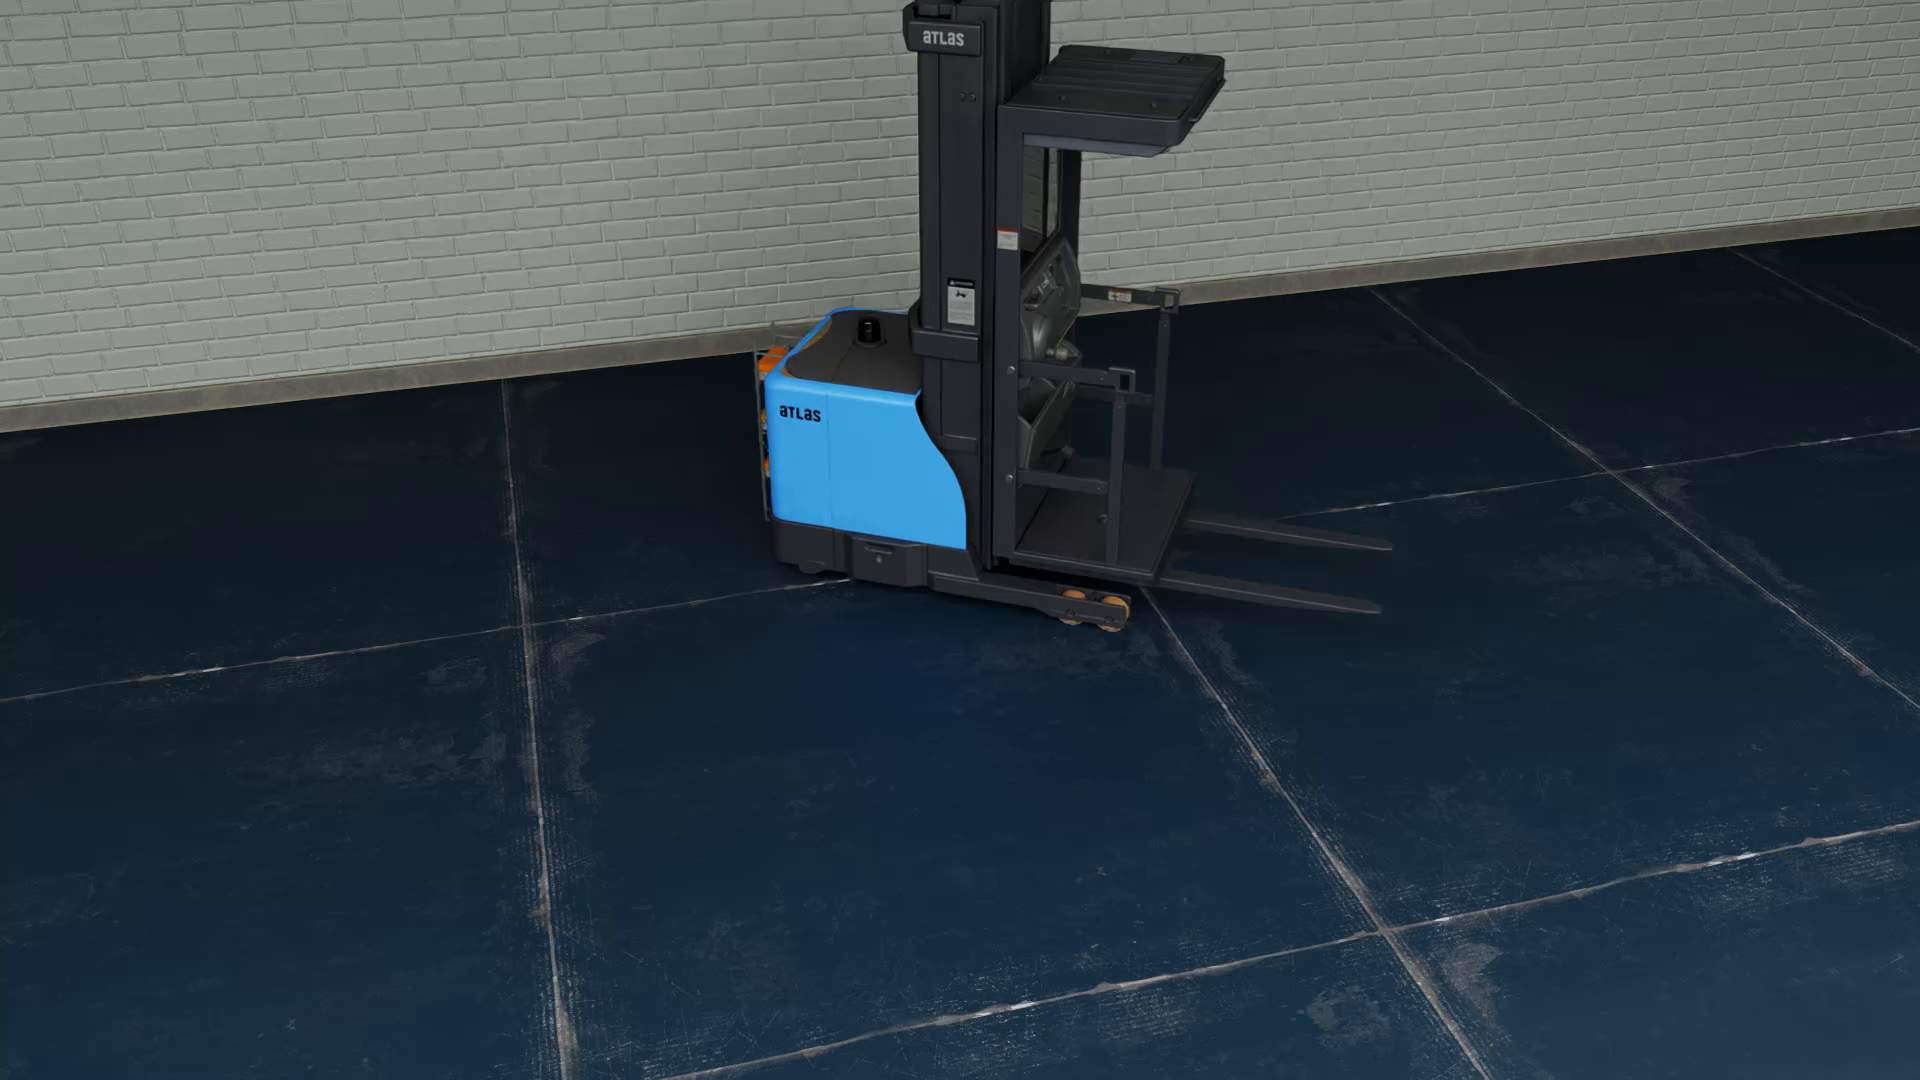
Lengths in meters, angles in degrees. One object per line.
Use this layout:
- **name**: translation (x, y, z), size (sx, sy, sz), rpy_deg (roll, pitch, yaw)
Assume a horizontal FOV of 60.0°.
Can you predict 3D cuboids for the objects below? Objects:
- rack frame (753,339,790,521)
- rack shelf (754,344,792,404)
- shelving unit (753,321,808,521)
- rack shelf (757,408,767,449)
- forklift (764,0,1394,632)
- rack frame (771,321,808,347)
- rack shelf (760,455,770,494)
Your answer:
- **rack frame**: translation (-0.952, -0.546, 8.645), size (0.200, 1.050, 0.008), rpy_deg (9, 31, 15)
- **rack shelf**: translation (-0.916, -0.841, 8.609), size (0.215, 0.259, 0.240), rpy_deg (9, 31, 15)
- **shelving unit**: translation (-0.916, -0.604, 8.746), size (0.215, 1.050, 0.252), rpy_deg (9, 31, 15)
- **rack shelf**: translation (-0.916, -0.595, 8.751), size (0.215, 0.259, 0.240), rpy_deg (9, 31, 15)
- **forklift**: translation (0.614, -1.127, 7.772), size (3.031, 2.935, 1.130), rpy_deg (9, 31, 15)
- **rack frame**: translation (-0.881, -0.663, 8.847), size (0.200, 1.050, 0.008), rpy_deg (9, 31, 15)
- **rack shelf**: translation (-0.916, -0.354, 8.890), size (0.215, 0.259, 0.240), rpy_deg (9, 31, 15)
